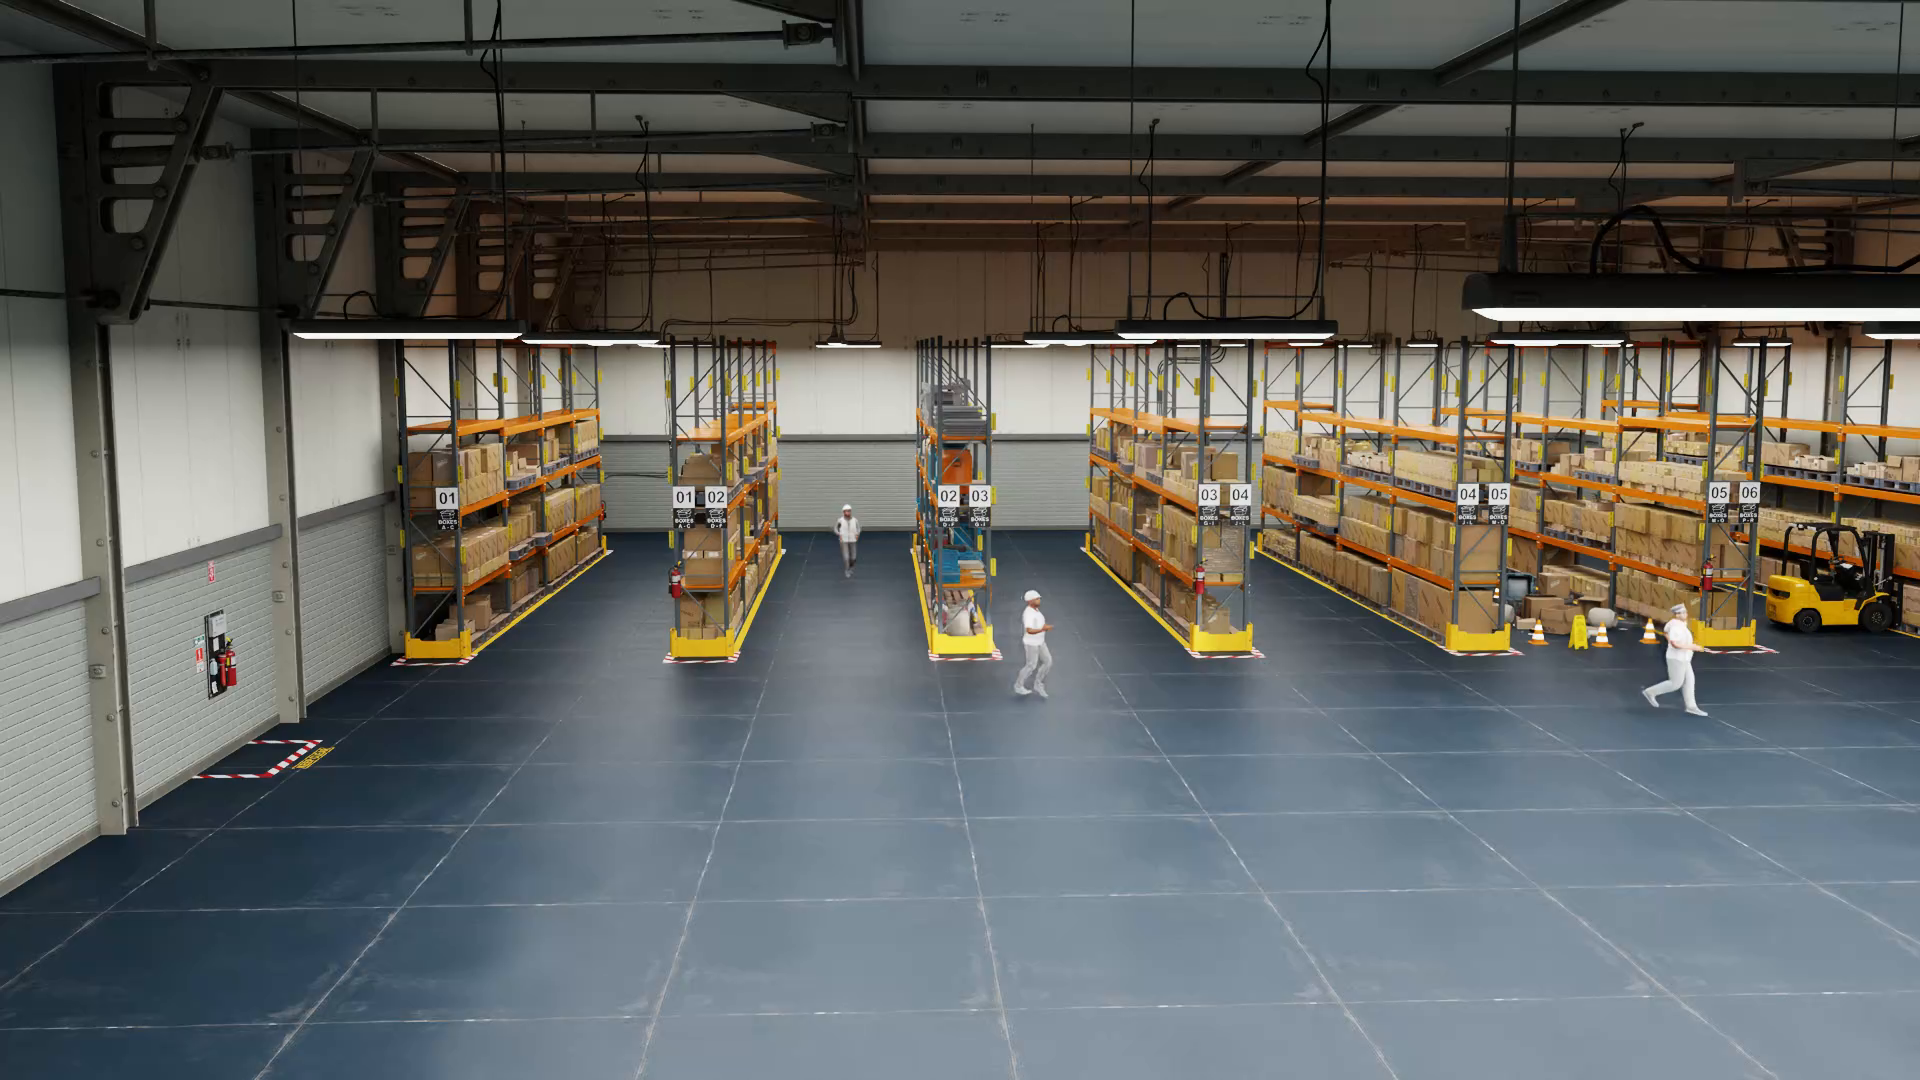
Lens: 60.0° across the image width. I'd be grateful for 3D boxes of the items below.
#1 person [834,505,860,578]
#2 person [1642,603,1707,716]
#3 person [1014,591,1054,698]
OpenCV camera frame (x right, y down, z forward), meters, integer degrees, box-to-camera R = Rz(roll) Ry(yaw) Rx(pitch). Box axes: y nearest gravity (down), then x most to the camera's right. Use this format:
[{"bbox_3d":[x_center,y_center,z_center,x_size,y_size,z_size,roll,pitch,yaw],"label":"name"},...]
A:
[{"bbox_3d":[-2.706,0.028,40.043,0.657,1.737,0.528,-2,7,-14],"label":"person"},{"bbox_3d":[11.299,1.868,26.199,0.954,1.780,0.664,4,7,28],"label":"person"},{"bbox_3d":[1.261,1.736,27.474,0.668,1.809,0.673,2,7,20],"label":"person"}]
